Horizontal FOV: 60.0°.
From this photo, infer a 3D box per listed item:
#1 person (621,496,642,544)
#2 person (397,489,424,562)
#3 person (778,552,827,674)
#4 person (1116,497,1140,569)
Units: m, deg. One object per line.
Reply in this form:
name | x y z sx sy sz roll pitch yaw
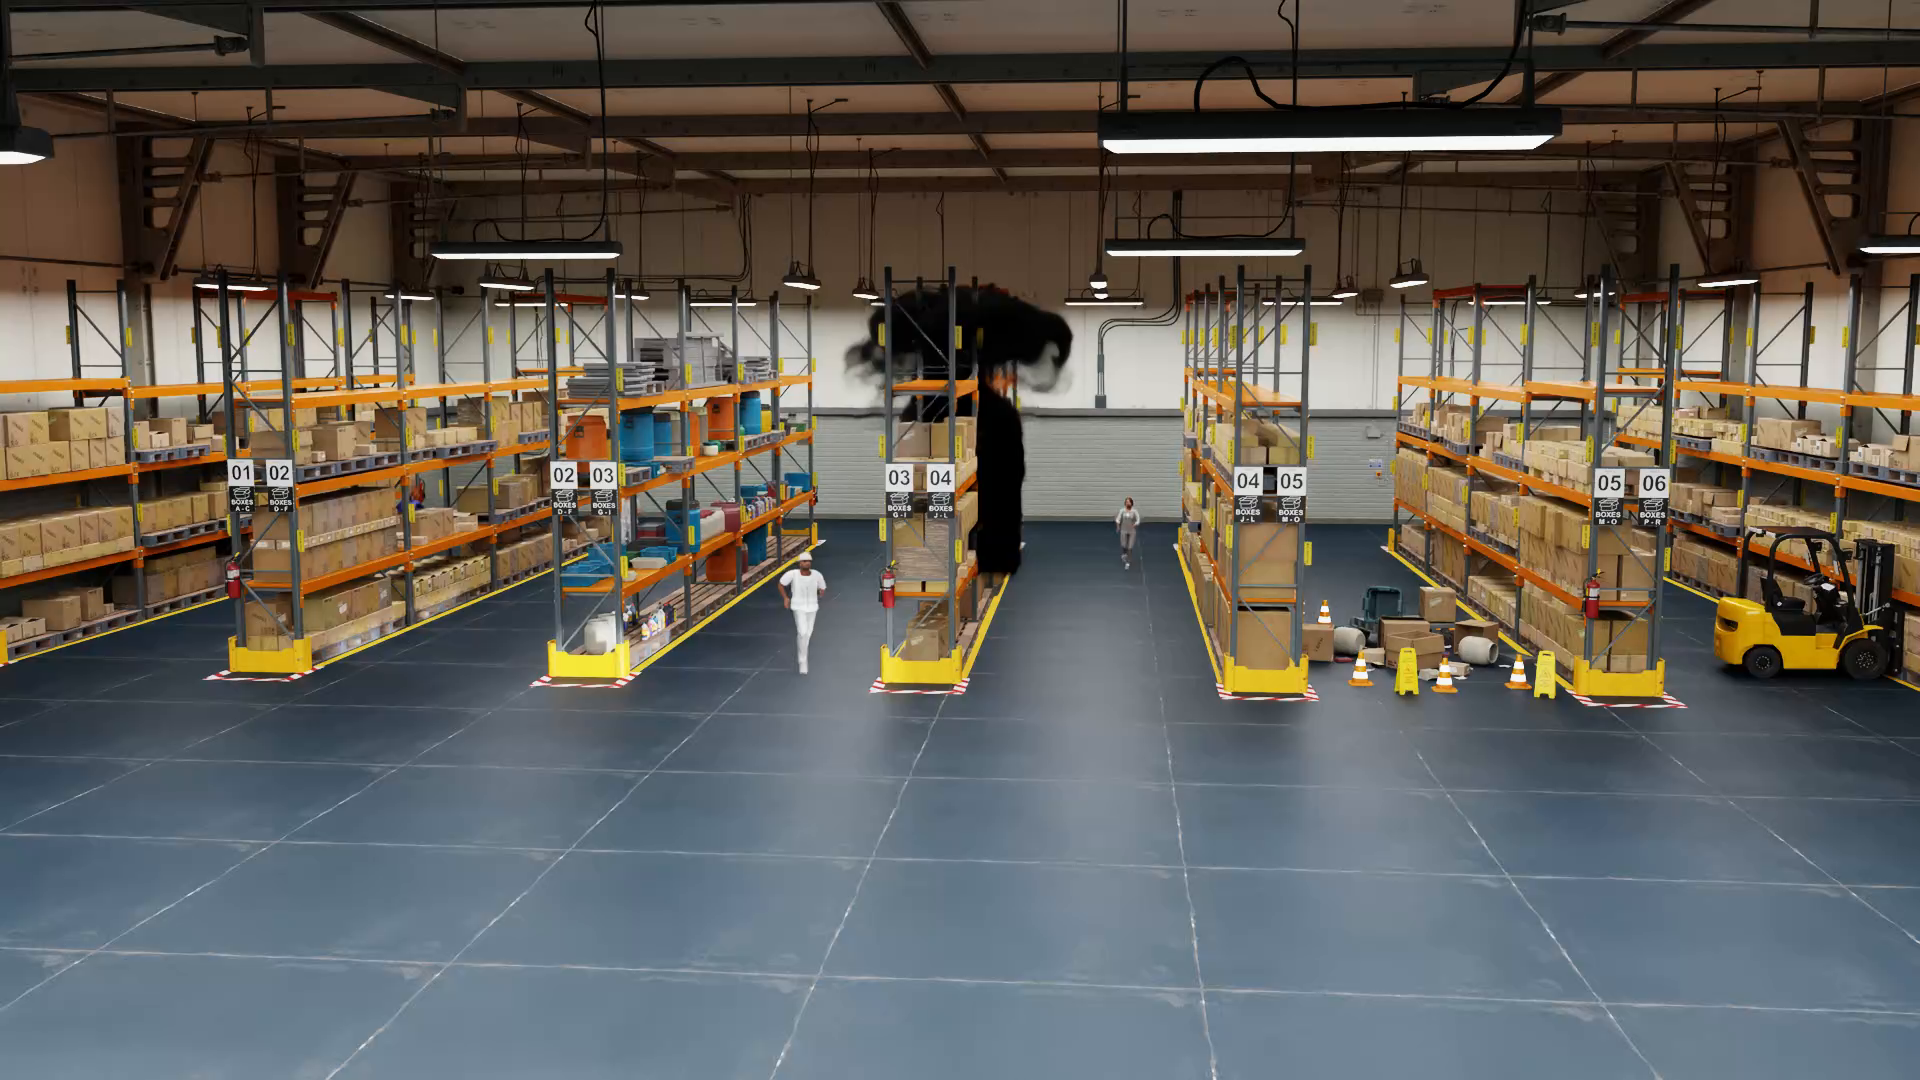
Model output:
person | -7.294 -0.314 36.488 0.631 1.844 0.735 0 7 1
person | -12.167 -0.298 36.822 0.579 1.658 0.922 -1 7 -8
person | -2.342 1.088 25.116 0.674 1.832 0.785 -3 8 -25
person | 3.648 -0.147 36.170 0.538 1.552 0.537 1 7 9
